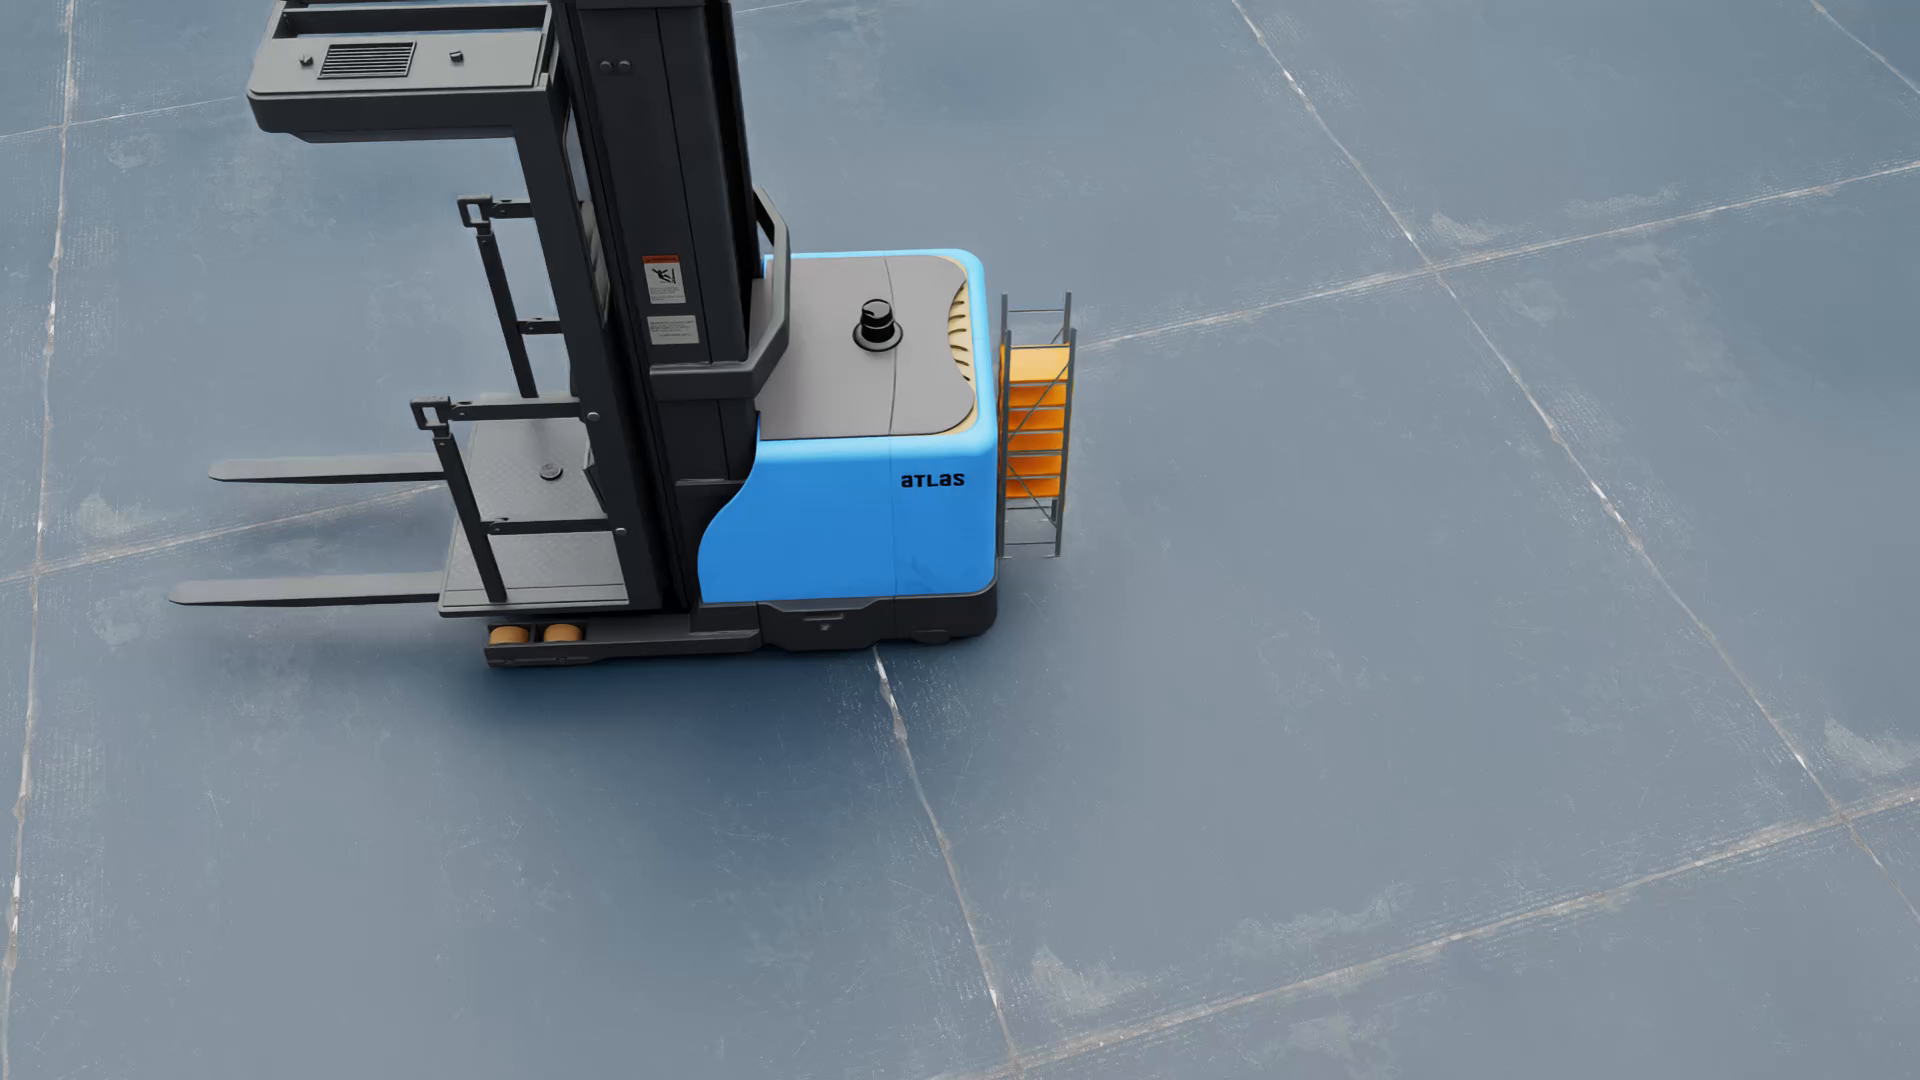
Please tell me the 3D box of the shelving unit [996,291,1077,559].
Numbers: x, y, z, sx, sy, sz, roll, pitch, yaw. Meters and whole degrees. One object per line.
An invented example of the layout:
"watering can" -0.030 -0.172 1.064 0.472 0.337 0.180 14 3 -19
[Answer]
"shelving unit" 0.266 -0.389 6.082 0.258 1.200 0.189 -2 50 -2

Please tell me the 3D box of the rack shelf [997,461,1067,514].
"rack shelf" 0.266 -0.205 6.300 0.258 0.103 0.180 -2 50 -2

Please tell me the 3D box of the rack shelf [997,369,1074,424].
"rack shelf" 0.267 -0.515 5.933 0.258 0.103 0.180 -2 50 -2

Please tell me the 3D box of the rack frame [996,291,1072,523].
"rack frame" 0.262 -0.459 6.141 0.240 1.200 0.006 -2 50 -2

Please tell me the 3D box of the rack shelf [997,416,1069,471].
"rack shelf" 0.266 -0.360 6.116 0.258 0.103 0.180 -2 50 -2

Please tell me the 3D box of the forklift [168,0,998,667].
"forklift" -1.396 -0.893 5.375 3.031 2.935 1.130 -2 50 -2

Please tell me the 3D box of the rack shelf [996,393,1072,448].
"rack shelf" 0.266 -0.438 6.025 0.258 0.103 0.180 -2 50 -2

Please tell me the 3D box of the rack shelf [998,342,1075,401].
"rack shelf" 0.267 -0.592 5.841 0.258 0.103 0.180 -2 50 -2

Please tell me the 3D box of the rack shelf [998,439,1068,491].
"rack shelf" 0.266 -0.283 6.208 0.258 0.103 0.180 -2 50 -2

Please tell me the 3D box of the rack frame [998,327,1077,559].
"rack frame" 0.271 -0.319 6.024 0.240 1.200 0.006 -2 50 -2
